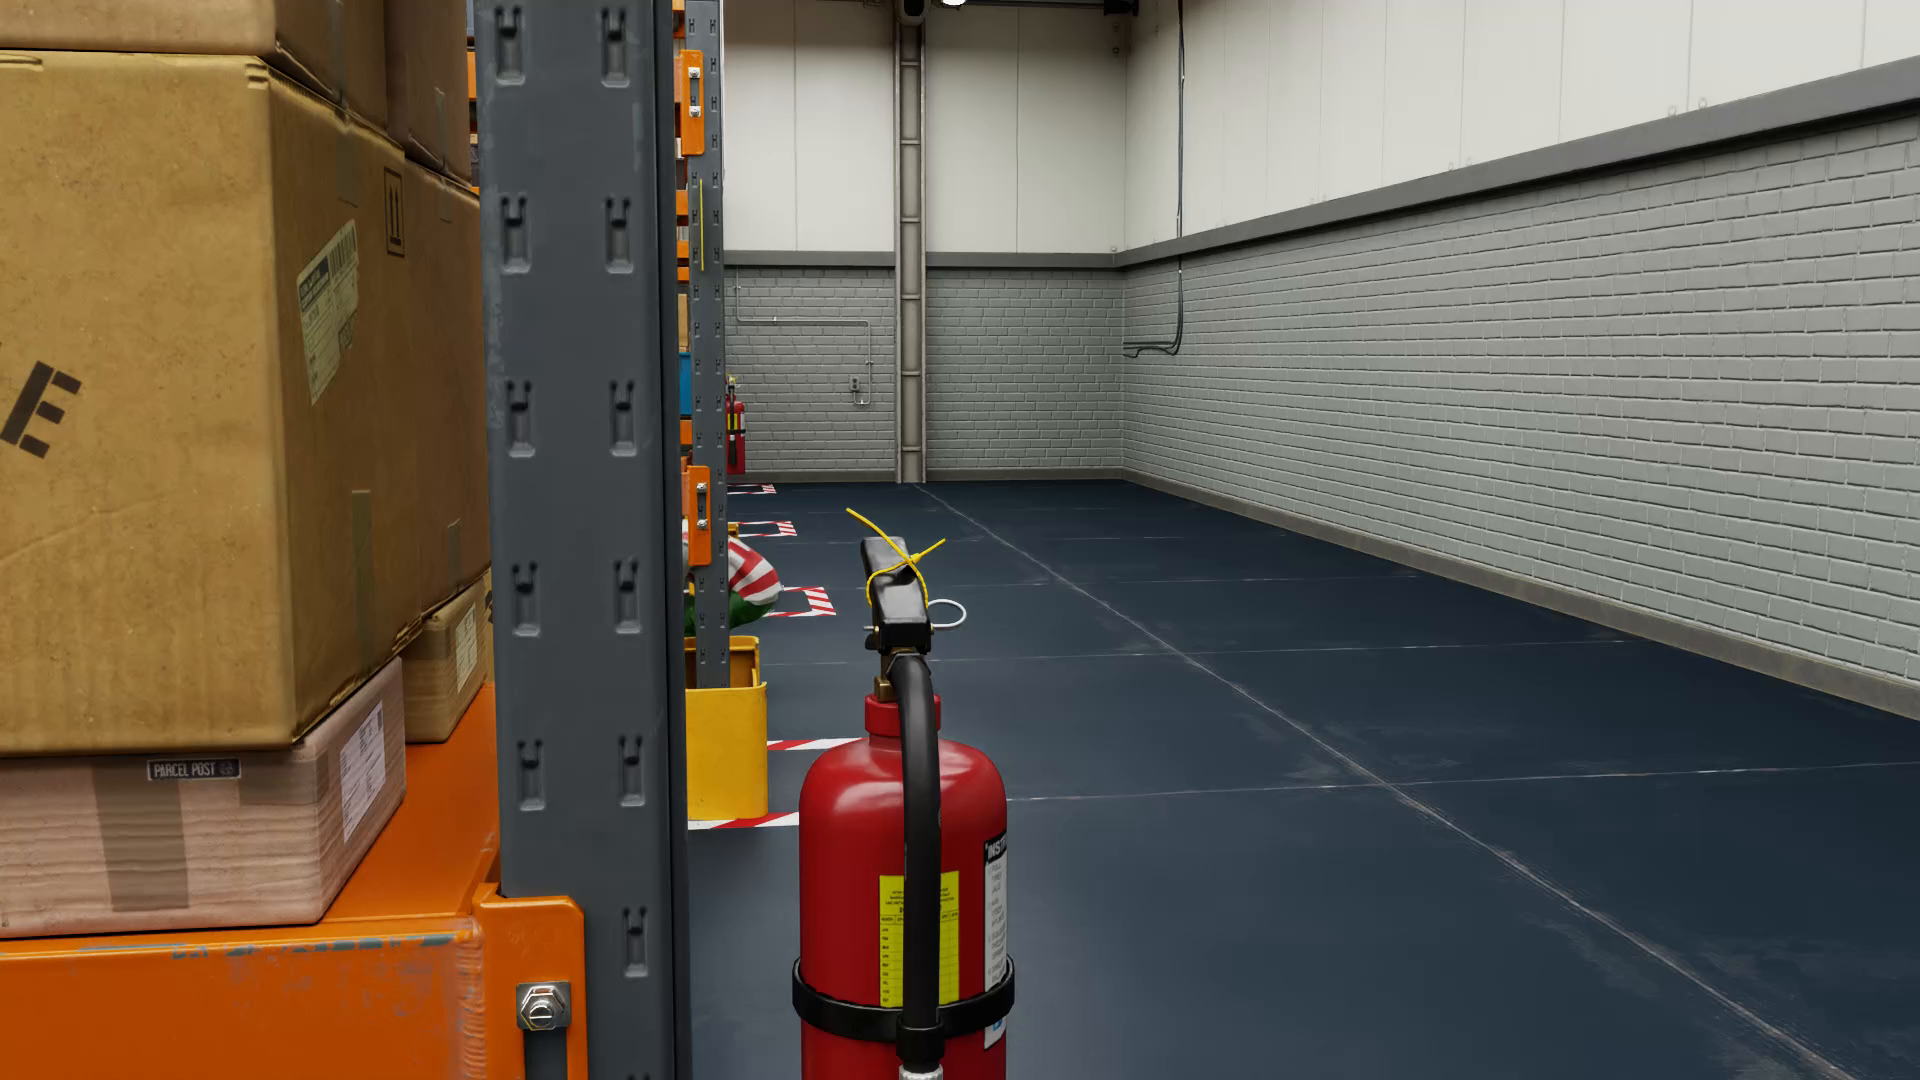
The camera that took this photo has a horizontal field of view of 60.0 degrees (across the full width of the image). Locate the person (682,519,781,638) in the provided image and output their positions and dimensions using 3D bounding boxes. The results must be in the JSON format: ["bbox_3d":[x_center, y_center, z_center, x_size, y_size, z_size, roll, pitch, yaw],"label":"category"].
[{"bbox_3d":[-1.365,0.299,8.524,0.895,0.997,0.541,-1,7,-10],"label":"person"}]
